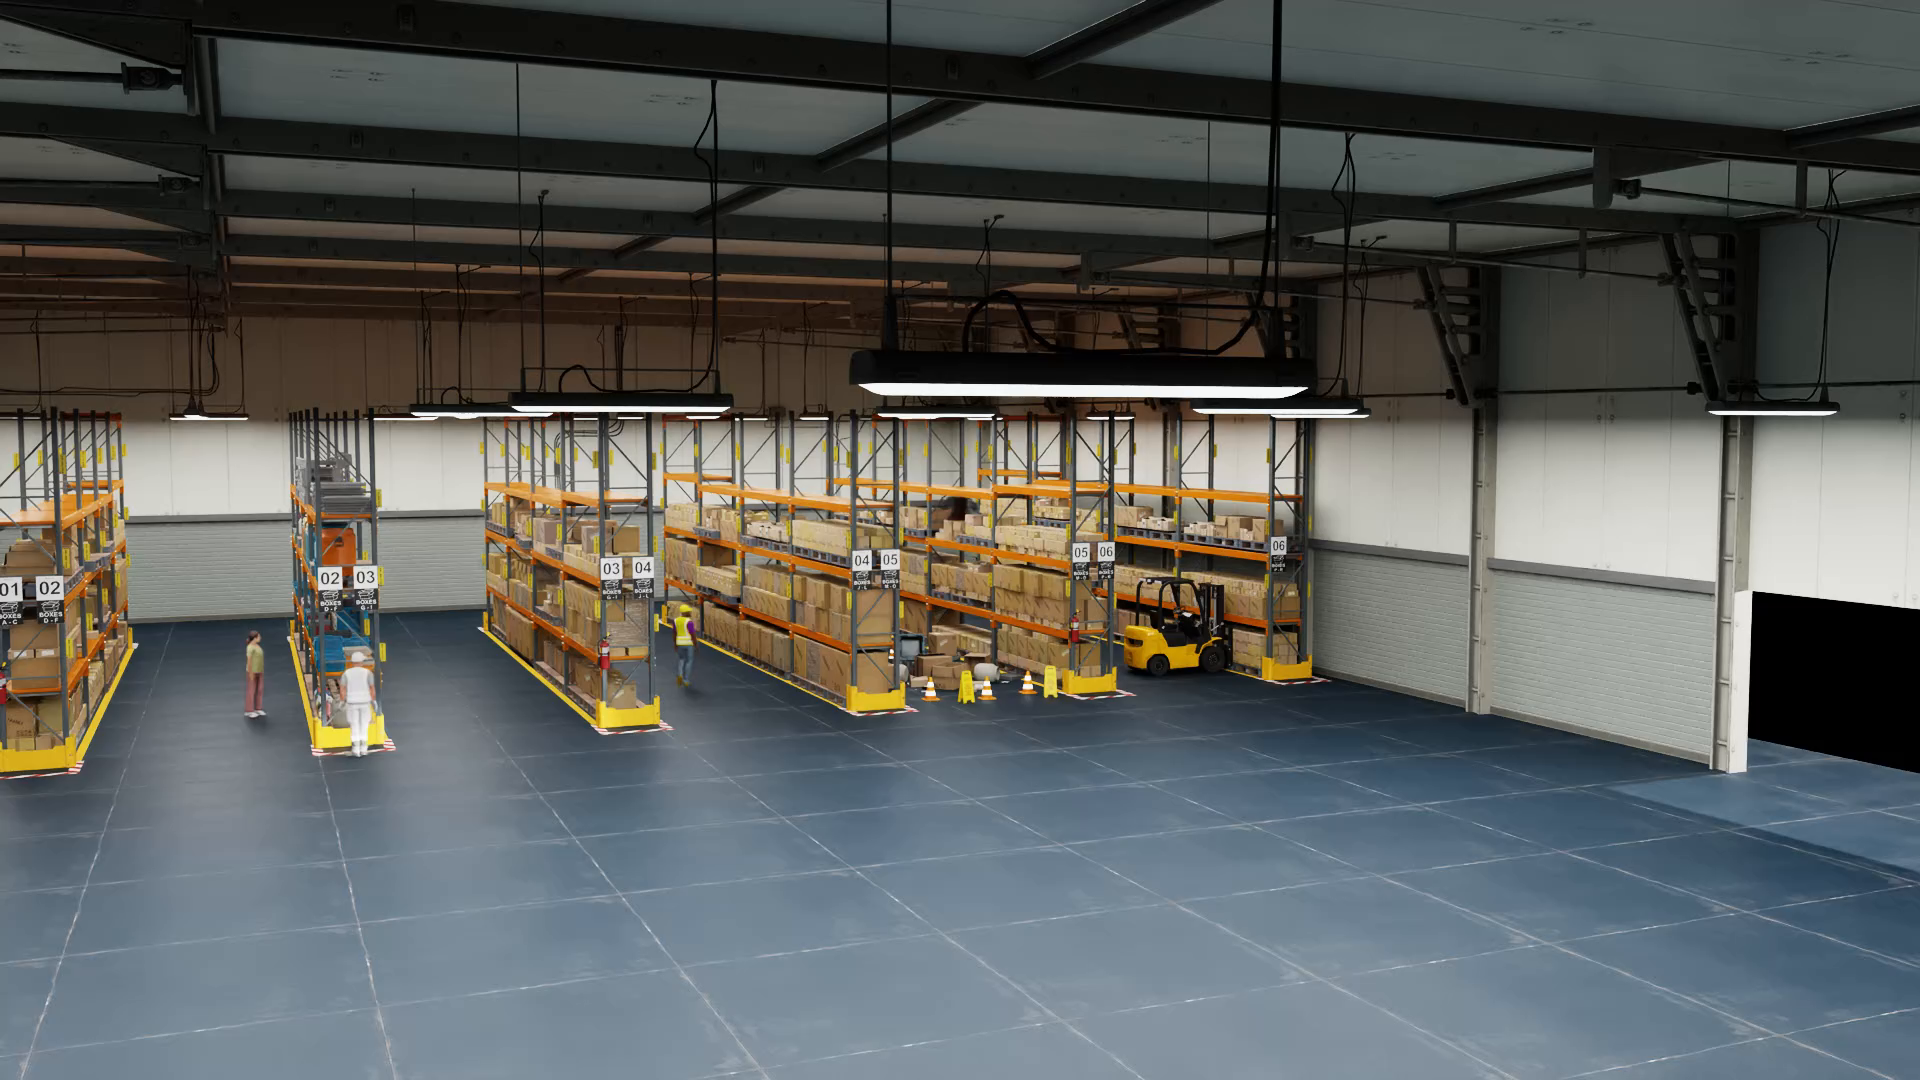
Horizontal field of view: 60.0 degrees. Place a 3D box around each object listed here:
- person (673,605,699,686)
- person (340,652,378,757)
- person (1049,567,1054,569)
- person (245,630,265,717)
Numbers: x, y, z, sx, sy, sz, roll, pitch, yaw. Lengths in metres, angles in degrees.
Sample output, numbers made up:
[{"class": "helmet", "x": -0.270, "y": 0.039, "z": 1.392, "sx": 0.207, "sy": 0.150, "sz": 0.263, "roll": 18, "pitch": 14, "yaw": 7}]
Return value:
[{"class": "person", "x": -5.974, "y": 2.291, "z": 36.259, "sx": 0.593, "sy": 1.775, "sz": 0.468, "roll": 1, "pitch": 4, "yaw": 12}, {"class": "person", "x": -10.355, "y": 2.826, "z": 28.625, "sx": 0.625, "sy": 1.812, "sz": 0.386, "roll": -1, "pitch": 4, "yaw": -15}, {"class": "person", "x": 2.218, "y": 1.618, "z": 42.005, "sx": 0.610, "sy": 1.864, "sz": 0.497, "roll": -2, "pitch": 5, "yaw": -31}, {"class": "person", "x": -13.806, "y": 2.604, "z": 32.551, "sx": 0.343, "sy": 1.686, "sz": 0.484, "roll": 1, "pitch": 4, "yaw": 8}]
